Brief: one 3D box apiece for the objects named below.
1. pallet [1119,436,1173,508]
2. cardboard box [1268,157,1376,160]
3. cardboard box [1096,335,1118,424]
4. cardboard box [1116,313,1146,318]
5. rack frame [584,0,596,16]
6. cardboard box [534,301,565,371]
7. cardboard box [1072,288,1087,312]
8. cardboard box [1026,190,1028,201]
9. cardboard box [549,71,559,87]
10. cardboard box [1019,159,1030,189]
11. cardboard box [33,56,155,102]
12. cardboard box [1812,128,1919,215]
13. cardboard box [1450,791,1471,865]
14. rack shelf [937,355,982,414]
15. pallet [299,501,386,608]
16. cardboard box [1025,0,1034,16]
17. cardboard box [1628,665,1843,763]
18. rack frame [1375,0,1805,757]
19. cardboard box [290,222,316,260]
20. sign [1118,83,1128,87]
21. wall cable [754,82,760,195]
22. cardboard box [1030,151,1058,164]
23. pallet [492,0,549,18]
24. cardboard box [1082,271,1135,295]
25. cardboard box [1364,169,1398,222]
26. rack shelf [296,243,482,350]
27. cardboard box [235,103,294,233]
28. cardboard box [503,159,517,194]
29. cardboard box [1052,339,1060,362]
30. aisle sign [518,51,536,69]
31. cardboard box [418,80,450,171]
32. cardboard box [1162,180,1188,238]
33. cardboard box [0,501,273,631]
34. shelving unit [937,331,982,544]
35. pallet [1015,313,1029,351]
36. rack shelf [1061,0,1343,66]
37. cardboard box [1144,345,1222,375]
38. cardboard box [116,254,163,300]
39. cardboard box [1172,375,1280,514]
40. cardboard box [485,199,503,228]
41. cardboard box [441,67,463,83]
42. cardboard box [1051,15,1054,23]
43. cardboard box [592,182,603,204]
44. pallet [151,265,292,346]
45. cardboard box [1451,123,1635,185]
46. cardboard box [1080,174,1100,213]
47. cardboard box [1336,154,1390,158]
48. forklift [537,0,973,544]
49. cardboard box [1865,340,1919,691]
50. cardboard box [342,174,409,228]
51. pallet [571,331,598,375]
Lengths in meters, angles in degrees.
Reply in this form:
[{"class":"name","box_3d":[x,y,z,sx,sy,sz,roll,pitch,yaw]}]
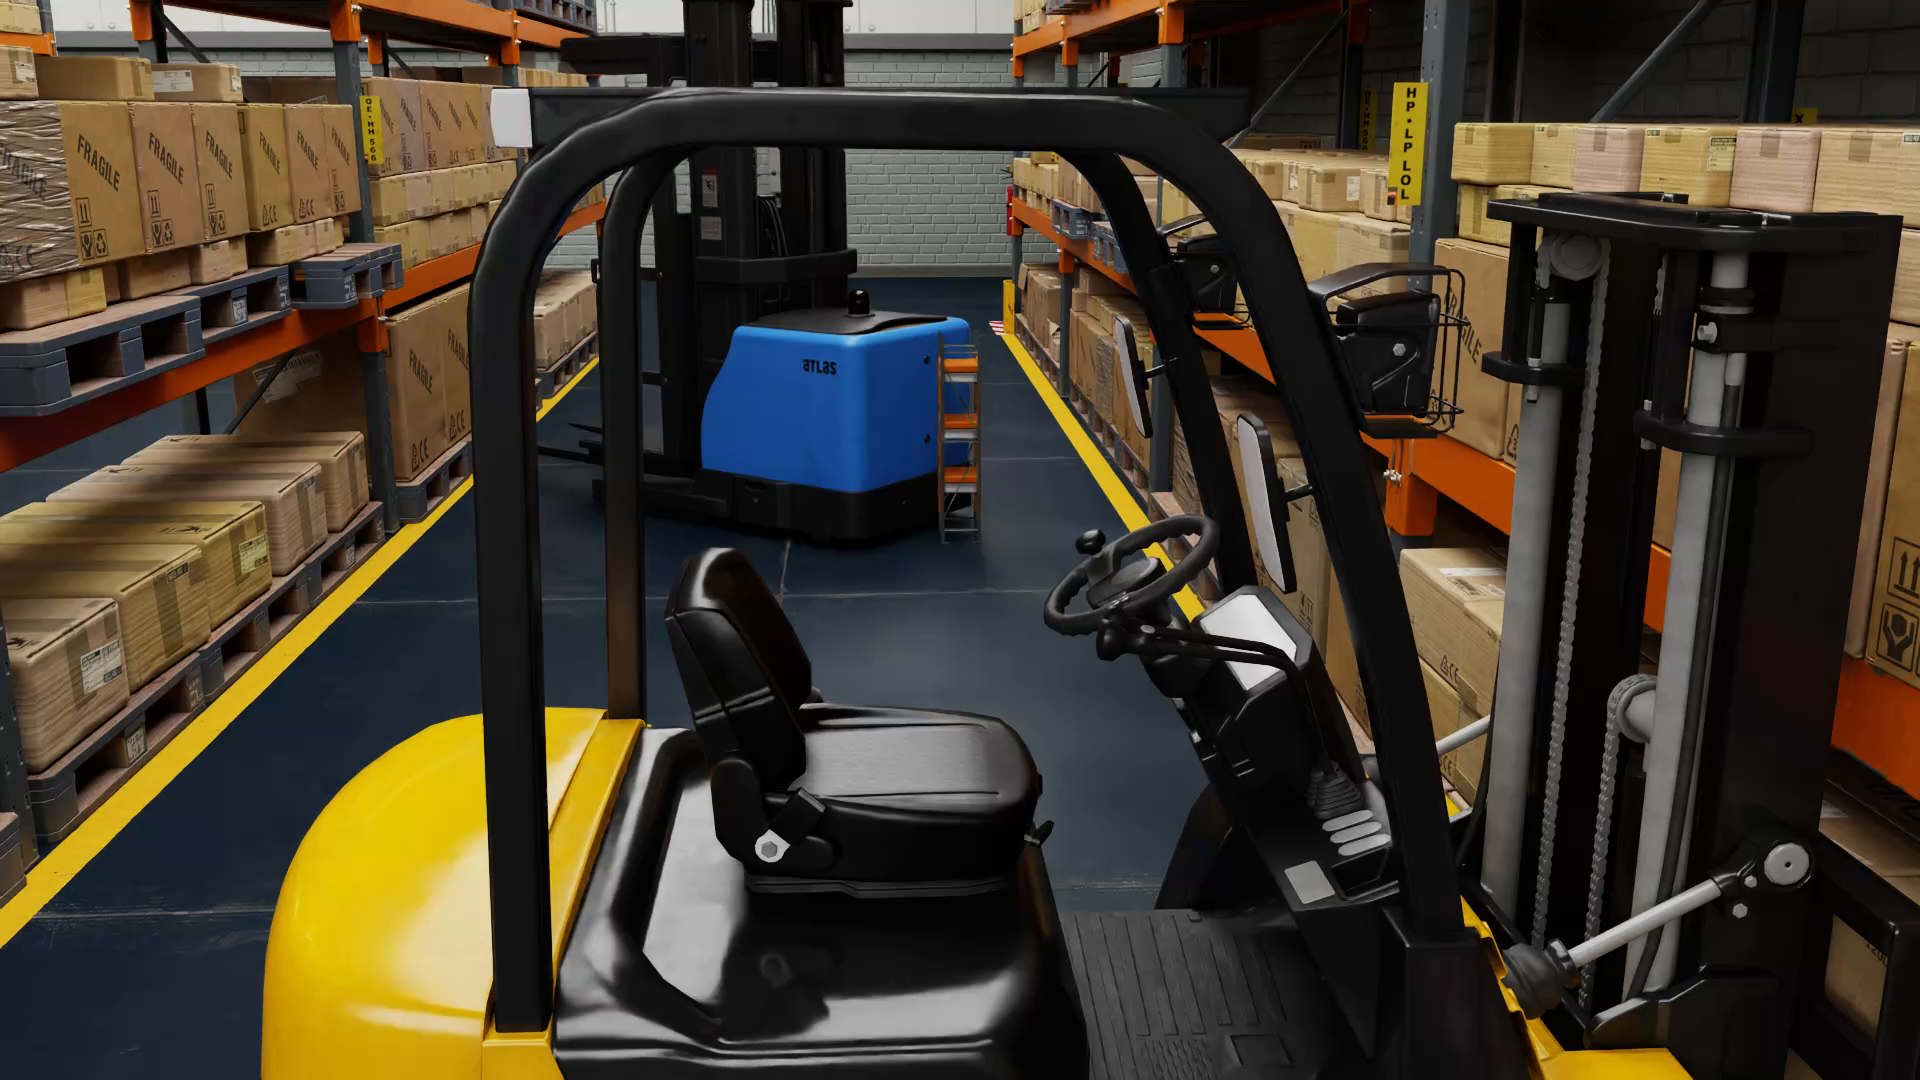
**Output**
[{"class":"pallet","box_3d":[1.508,-0.398,9.649,1.003,0.211,1.213,-1,14,-3]},{"class":"cardboard box","box_3d":[1.445,-1.457,6.666,0.380,0.149,0.250,-1,14,-3]},{"class":"cardboard box","box_3d":[1.169,-1.040,10.723,0.500,0.500,0.500,-1,14,-5]},{"class":"cardboard box","box_3d":[1.214,-1.380,10.742,0.380,0.149,0.250,-1,14,-3]},{"class":"rack frame","box_3d":[-3.933,-6.379,15.261,1.000,3.000,0.127,-1,14,-3]},{"class":"cardboard box","box_3d":[-3.617,-1.600,13.023,0.875,0.438,0.875,-1,14,-4]},{"class":"cardboard box","box_3d":[1.025,-1.770,12.259,0.380,0.149,0.250,0,14,-1]},{"class":"cardboard box","box_3d":[0.829,-3.281,15.764,0.380,0.149,0.250,-1,14,-2]},{"class":"cardboard box","box_3d":[-3.522,-3.788,13.719,0.380,0.149,0.250,-1,14,-3]},{"class":"cardboard box","box_3d":[0.811,-3.381,15.350,0.500,0.250,0.500,-1,14,-3]},{"class":"cardboard box","box_3d":[-3.036,-1.591,5.747,0.380,0.149,0.250,0,14,0]},{"class":"cardboard box","box_3d":[1.680,-0.609,2.774,0.380,0.149,0.250,-1,14,-3]},{"class":"cardboard box","box_3d":[1.510,0.813,4.024,0.500,0.250,0.500,-1,14,-5]},{"class":"rack shelf","box_3d":[-0.003,-0.786,8.379,0.215,0.259,0.240,-1,14,-3]},{"class":"pallet","box_3d":[-3.391,0.060,7.868,1.003,0.211,1.213,-1,14,-3]},{"class":"cardboard box","box_3d":[0.847,-4.708,14.487,0.500,0.250,0.500,-1,14,-5]},{"class":"cardboard box","box_3d":[1.545,0.453,3.415,0.500,0.250,0.500,0,14,-2]},{"class":"rack frame","box_3d":[1.764,-0.567,4.711,1.000,3.000,0.127,-1,14,-3]},{"class":"cardboard box","box_3d":[-3.026,-1.298,7.213,0.380,0.149,0.250,-2,15,-6]},{"class":"sign","box_3d":[1.576,-4.269,16.141,0.100,0.325,0.005,-1,14,-3]},{"class":"wall cable","box_3d":[-2.891,-5.393,21.428,0.588,1.984,0.122,-1,14,-3]},{"class":"cardboard box","box_3d":[0.873,-3.496,14.294,0.500,0.500,0.500,-1,14,-2]},{"class":"pallet","box_3d":[-3.726,-4.093,12.571,1.003,0.211,1.213,-1,14,-3]},{"class":"cardboard box","box_3d":[1.089,-1.851,11.974,0.380,0.149,0.250,-2,15,-6]},{"class":"cardboard box","box_3d":[1.487,-1.075,5.183,0.380,0.149,0.250,-1,14,-4]},{"class":"rack shelf","box_3d":[-3.562,-1.633,10.299,1.077,0.370,4.000,-1,14,-3]},{"class":"cardboard box","box_3d":[-3.057,-1.518,6.765,0.500,0.500,0.500,-2,15,-7]},{"class":"cardboard box","box_3d":[-3.416,-2.543,11.687,0.500,0.250,0.500,-1,14,-3]},{"class":"cardboard box","box_3d":[0.941,-1.514,13.268,0.380,0.149,0.250,-1,14,-5]},{"class":"aisle sign","box_3d":[-4.227,-4.746,15.737,0.394,0.787,0.004,-1,14,-3]},{"class":"cardboard box","box_3d":[-3.281,-2.396,9.610,0.500,0.500,0.500,0,14,-2]},{"class":"cardboard box","box_3d":[1.275,-1.617,8.089,0.500,0.250,0.500,-1,14,-3]},{"class":"cardboard box","box_3d":[-3.318,0.098,6.558,0.950,0.372,0.625,0,14,-2]},{"class":"shelving unit","box_3d":[-0.003,-0.522,8.447,0.215,1.050,0.252,-1,14,-3]},{"class":"pallet","box_3d":[1.076,-1.984,15.814,1.003,0.211,1.213,-1,14,-3]},{"class":"rack shelf","box_3d":[1.392,-3.164,10.227,1.077,0.370,4.000,-1,14,-3]},{"class":"cardboard box","box_3d":[1.233,-0.988,9.218,0.380,0.149,0.250,-2,15,-6]},{"class":"cardboard box","box_3d":[-2.983,-0.910,5.704,0.380,0.149,0.250,-1,14,-3]},{"class":"cardboard box","box_3d":[1.541,-0.460,8.217,0.875,0.625,0.625,0,14,-2]},{"class":"cardboard box","box_3d":[-3.376,-2.172,11.250,0.500,0.250,0.500,-1,14,-4]},{"class":"cardboard box","box_3d":[-3.930,-3.465,12.465,0.380,0.149,0.250,-1,14,-2]},{"class":"cardboard box","box_3d":[0.921,-4.162,13.166,0.380,0.149,0.250,-1,14,-4]},{"class":"cardboard box","box_3d":[-3.639,-3.407,15.546,0.500,0.500,0.500,-1,14,-3]},{"class":"pallet","box_3d":[-3.274,-0.900,6.389,1.003,0.211,1.213,-1,14,-3]},{"class":"cardboard box","box_3d":[1.488,-0.990,4.255,0.380,0.149,0.250,-1,14,-2]},{"class":"cardboard box","box_3d":[1.156,-2.361,10.639,0.700,0.500,0.500,-1,14,-4]},{"class":"cardboard box","box_3d":[1.845,-1.592,7.191,0.380,0.149,0.250,-1,14,-4]},{"class":"forklift","box_3d":[-1.424,-1.667,9.122,3.031,2.935,1.130,10,18,35]},{"class":"cardboard box","box_3d":[1.664,0.004,2.289,0.500,0.500,0.500,-1,14,-4]},{"class":"cardboard box","box_3d":[-3.223,-1.784,8.737,0.500,0.250,0.500,-1,14,-4]},{"class":"pallet","box_3d":[-3.733,-1.623,14.412,1.003,0.211,1.213,-1,14,-3]}]
